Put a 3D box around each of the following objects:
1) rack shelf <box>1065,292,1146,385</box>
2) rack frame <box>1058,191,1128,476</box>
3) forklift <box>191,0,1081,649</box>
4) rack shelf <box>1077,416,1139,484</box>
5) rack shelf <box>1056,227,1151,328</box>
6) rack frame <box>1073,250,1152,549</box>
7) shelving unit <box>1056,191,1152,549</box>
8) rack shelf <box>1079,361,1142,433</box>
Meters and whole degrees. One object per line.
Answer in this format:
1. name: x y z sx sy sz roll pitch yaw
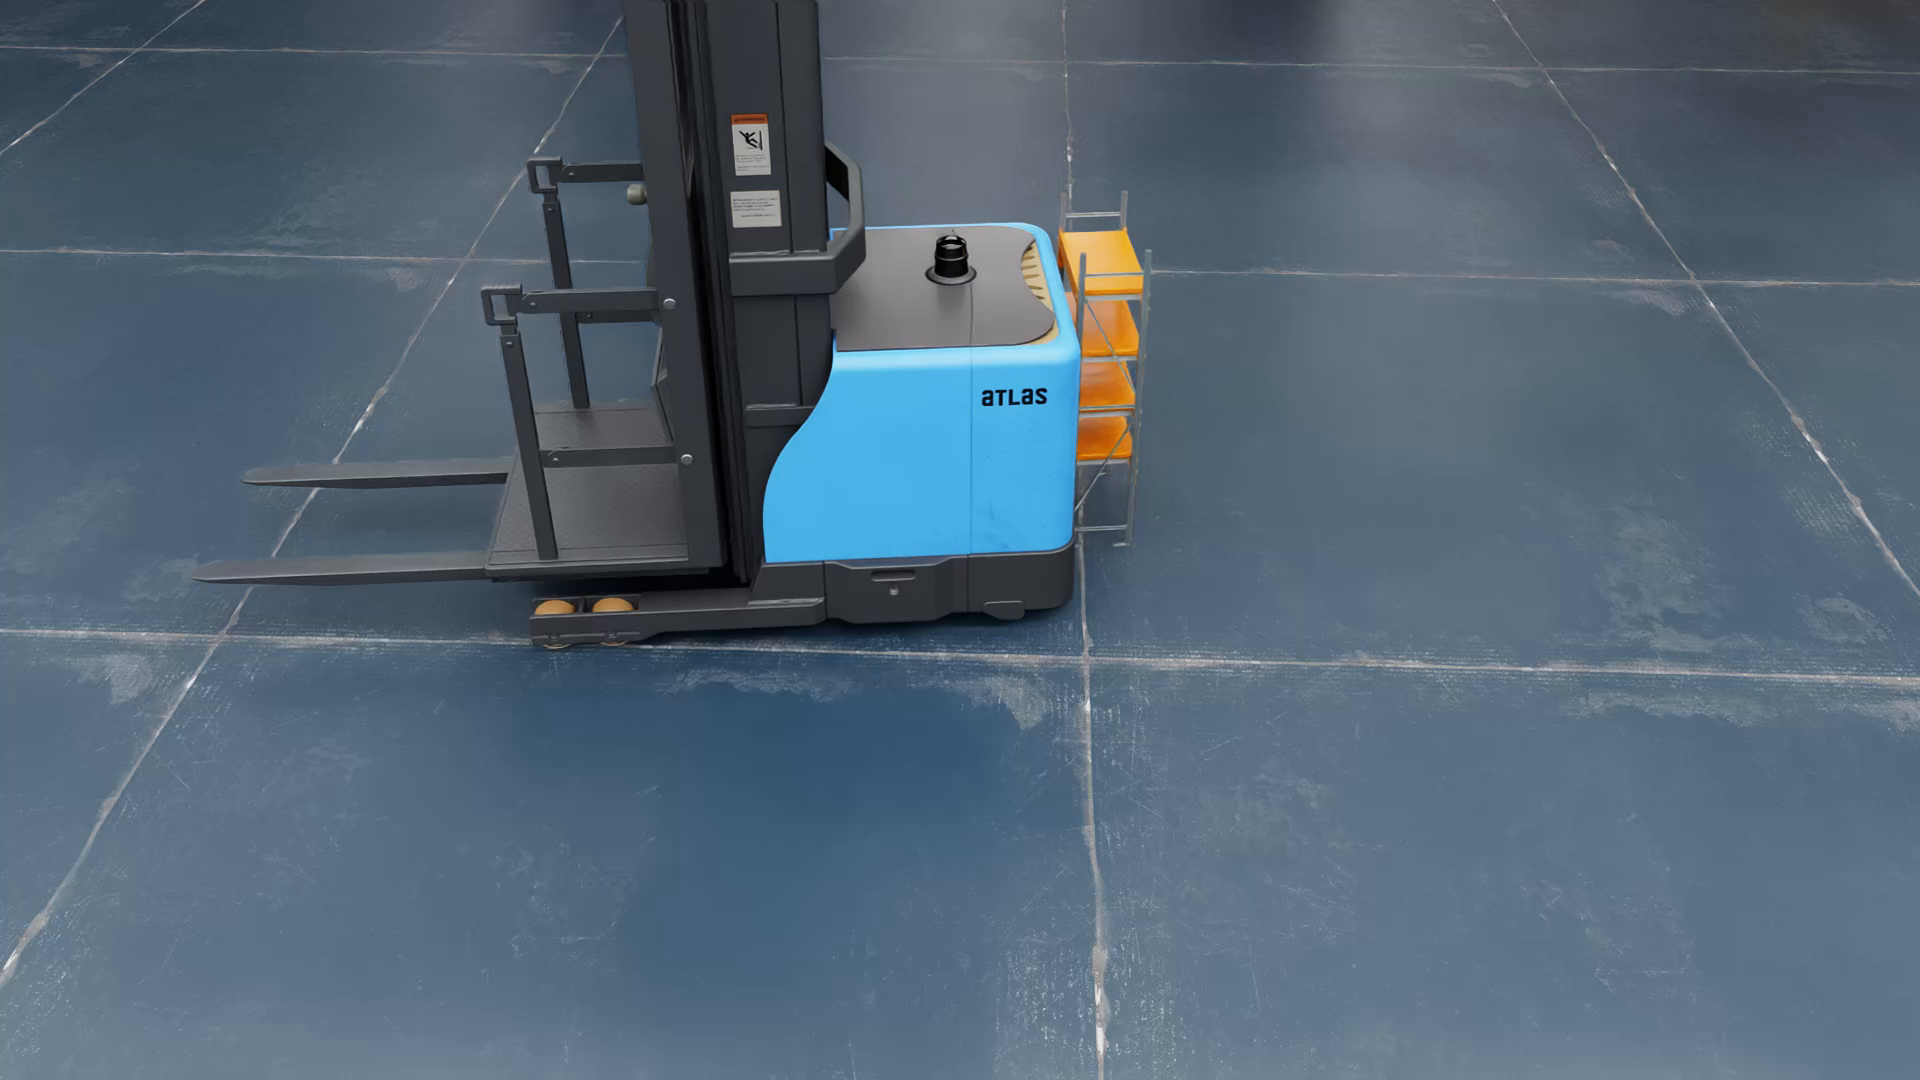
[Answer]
1. rack shelf: 0.498 -0.734 5.979 0.258 0.148 0.480 -3 35 -4
2. rack frame: 0.478 -0.746 6.268 0.240 1.200 0.015 -3 35 -4
3. forklift: -1.143 -1.142 5.326 3.031 2.935 1.130 -2 35 -3
4. rack shelf: 0.498 -0.389 6.222 0.258 0.148 0.480 -3 35 -4
5. rack shelf: 0.498 -0.928 5.843 0.258 0.148 0.480 -3 35 -4
6. rack frame: 0.518 -0.466 5.870 0.240 1.200 0.015 -3 35 -4
7. shelving unit: 0.498 -0.606 6.069 0.258 1.200 0.503 -3 35 -4
8. rack shelf: 0.498 -0.551 6.108 0.258 0.148 0.480 -3 35 -4
